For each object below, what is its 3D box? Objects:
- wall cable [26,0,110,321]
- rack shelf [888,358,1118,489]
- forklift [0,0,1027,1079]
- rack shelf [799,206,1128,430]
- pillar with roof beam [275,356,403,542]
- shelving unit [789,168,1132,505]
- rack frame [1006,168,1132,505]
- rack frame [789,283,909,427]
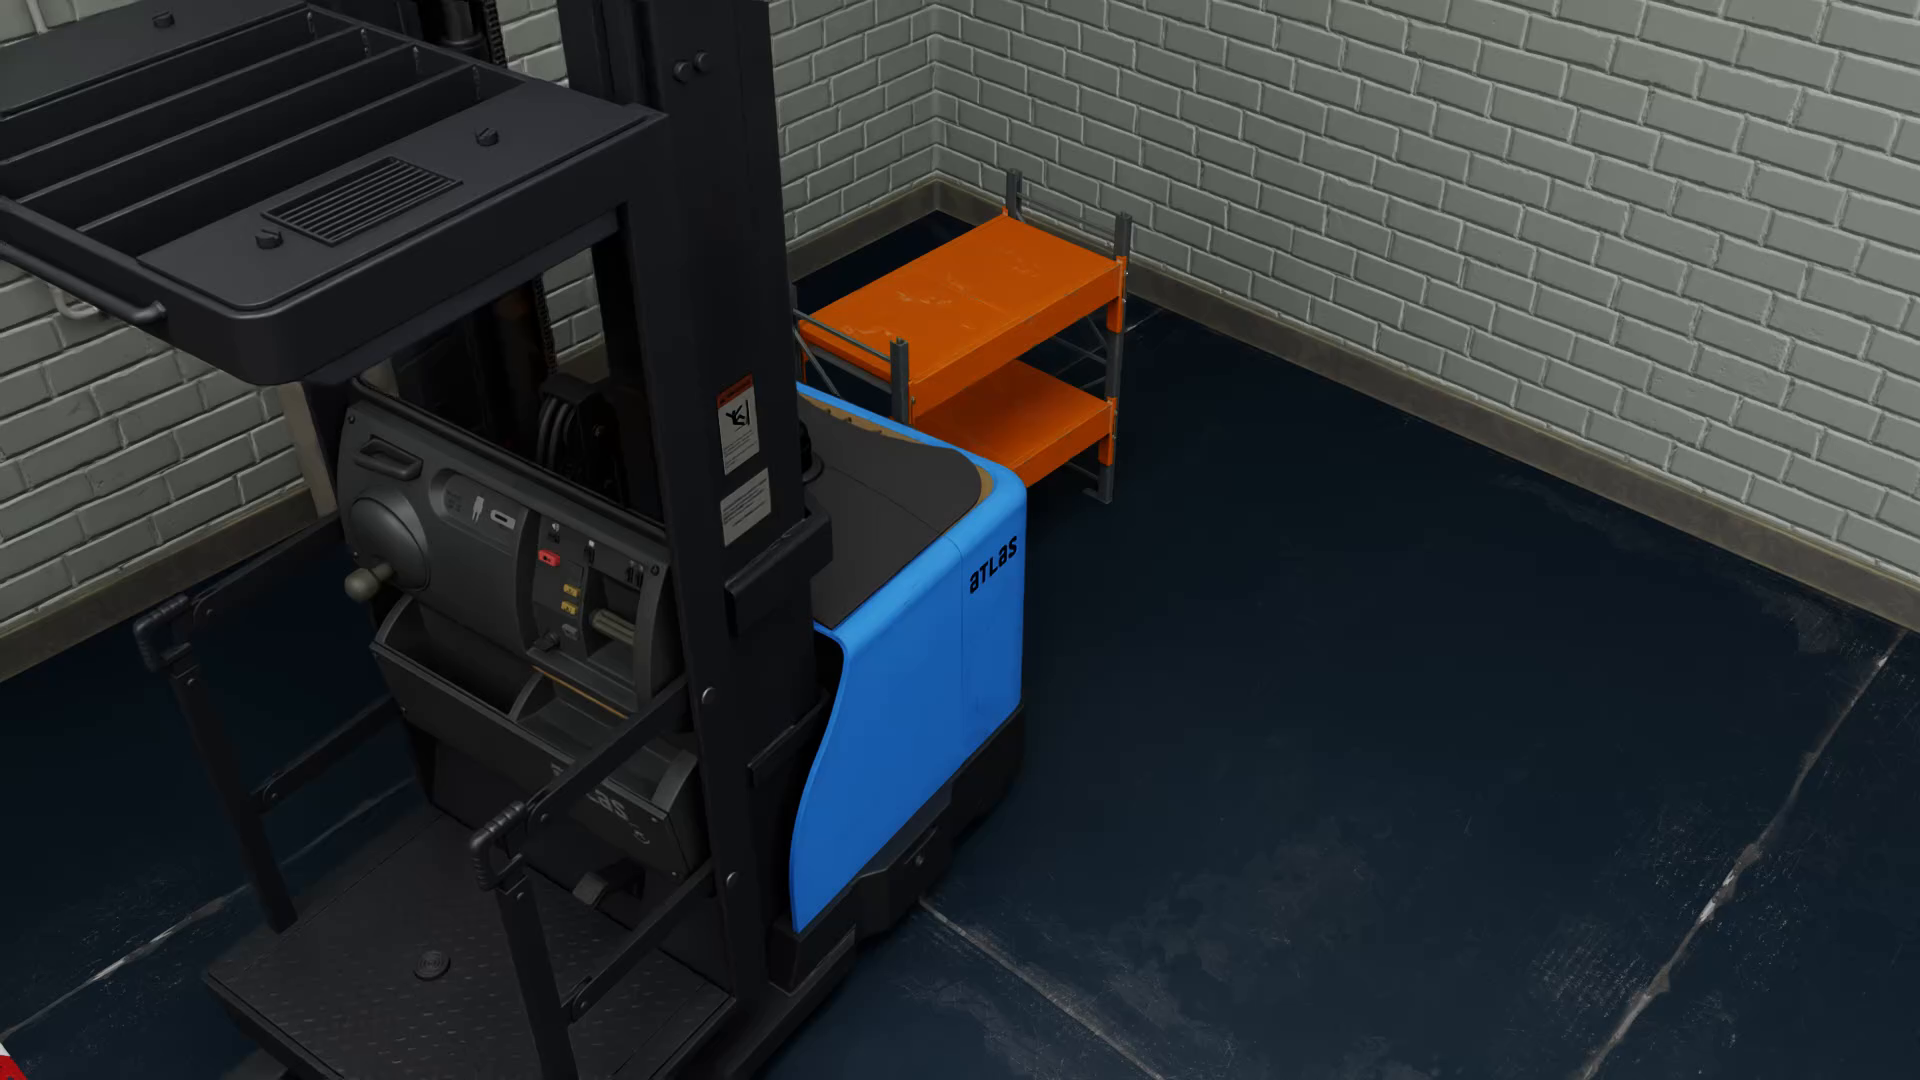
[{"bbox_3d":[-3.042,-1.061,3.858,0.084,1.984,1.851,30,47,32],"label":"wall cable"},{"bbox_3d":[0.005,-0.252,5.556,0.538,0.278,1.000,30,47,32],"label":"rack shelf"},{"bbox_3d":[-1.072,0.103,3.266,1.130,2.935,3.031,24,44,27],"label":"forklift"},{"bbox_3d":[0.005,-0.672,5.222,0.538,0.278,1.000,30,47,32],"label":"rack shelf"},{"bbox_3d":[1.154,-1.822,0.812,9.100,9.000,0.400,30,47,32],"label":"pillar with roof beam"},{"bbox_3d":[0.005,-0.443,5.404,0.538,1.125,1.048,30,47,32],"label":"shelving unit"},{"bbox_3d":[0.347,-0.677,5.698,0.500,1.125,0.032,30,47,32],"label":"rack frame"},{"bbox_3d":[-0.338,-0.210,5.110,0.500,1.125,0.032,30,47,32],"label":"rack frame"}]
